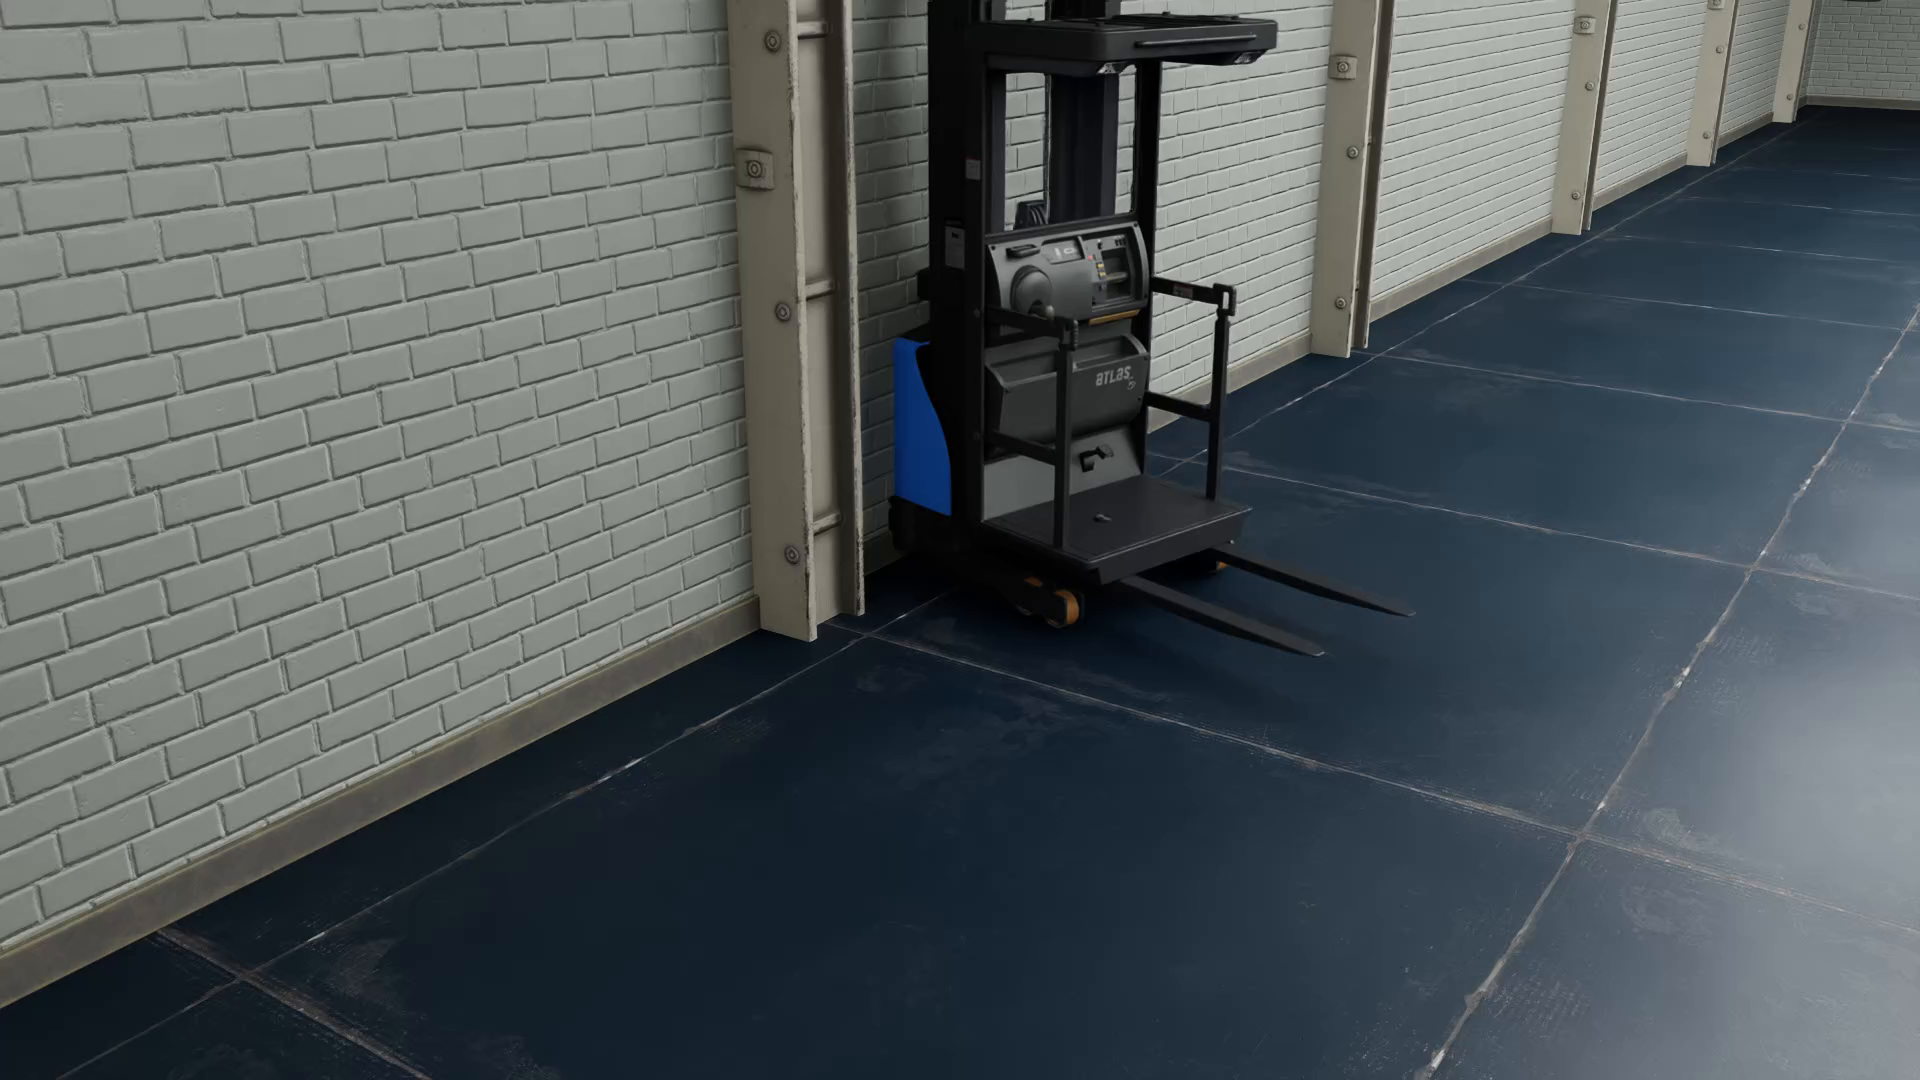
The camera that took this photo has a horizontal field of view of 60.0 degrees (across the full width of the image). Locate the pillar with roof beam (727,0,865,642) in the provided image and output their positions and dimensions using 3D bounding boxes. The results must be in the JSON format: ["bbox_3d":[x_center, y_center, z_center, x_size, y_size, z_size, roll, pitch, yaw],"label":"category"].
[{"bbox_3d":[2.903,-3.033,3.492,9.100,9.000,0.400,13,24,32],"label":"pillar with roof beam"}]

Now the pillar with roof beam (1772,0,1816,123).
[{"bbox_3d":[16.395,-9.919,22.108,9.100,9.000,0.400,13,24,32],"label":"pillar with roof beam"}]

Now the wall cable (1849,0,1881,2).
[{"bbox_3d":[15.584,-9.889,26.505,3.097,2.526,0.112,13,24,32],"label":"wall cable"}]

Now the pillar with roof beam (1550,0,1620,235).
[{"bbox_3d":[9.649,-6.476,12.800,9.100,9.000,0.400,13,24,32],"label":"pillar with roof beam"}]

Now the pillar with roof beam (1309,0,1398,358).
[{"bbox_3d":[6.276,-4.754,8.146,9.100,9.000,0.400,13,24,32],"label":"pillar with roof beam"}]

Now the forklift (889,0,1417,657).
[{"bbox_3d":[0.632,-1.189,7.255,1.130,2.935,3.031,-17,26,-38],"label":"forklift"}]

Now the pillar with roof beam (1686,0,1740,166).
[{"bbox_3d":[13.022,-8.197,17.454,9.100,9.000,0.400,13,24,32],"label":"pillar with roof beam"}]
